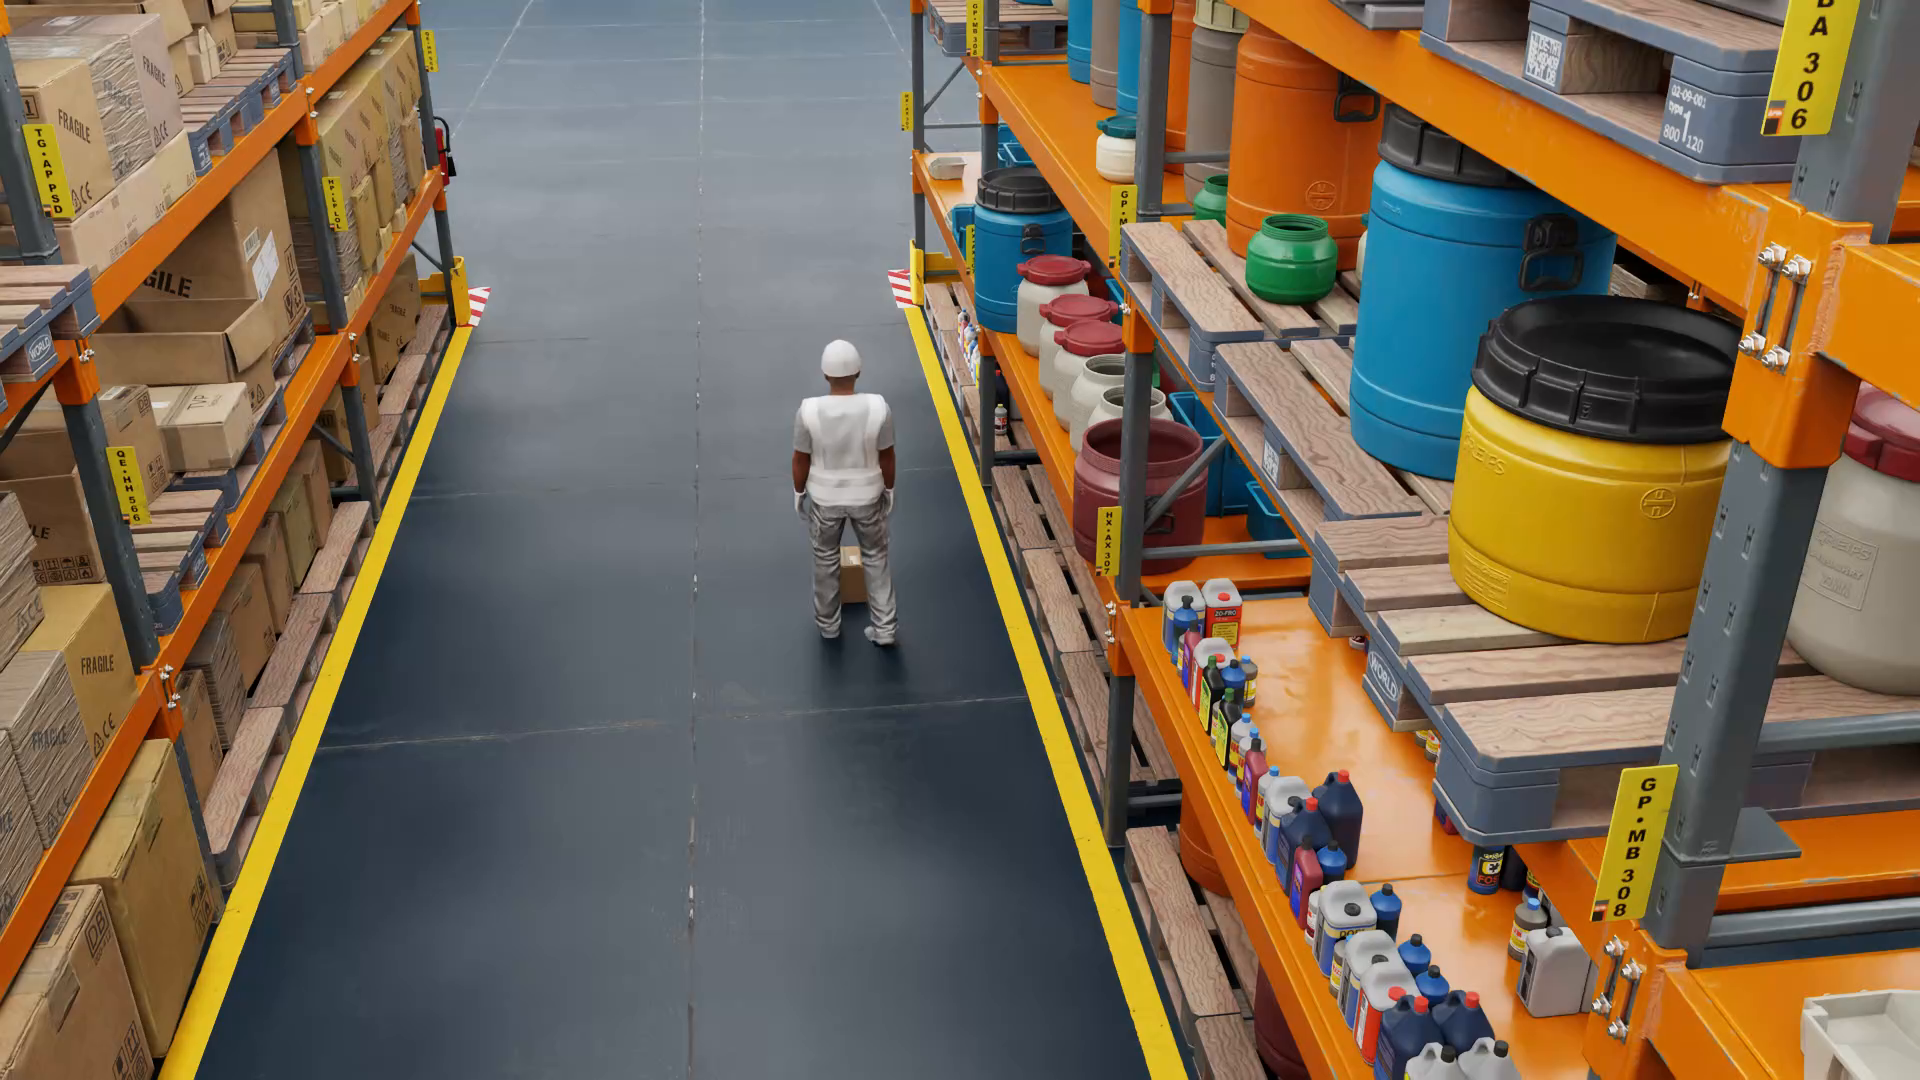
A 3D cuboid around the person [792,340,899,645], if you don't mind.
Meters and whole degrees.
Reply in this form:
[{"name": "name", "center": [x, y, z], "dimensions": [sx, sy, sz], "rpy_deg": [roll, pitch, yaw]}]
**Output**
[{"name": "person", "center": [-0.633, -0.247, 9.129], "dimensions": [0.558, 1.828, 0.456], "rpy_deg": [-3, 27, -6]}]
